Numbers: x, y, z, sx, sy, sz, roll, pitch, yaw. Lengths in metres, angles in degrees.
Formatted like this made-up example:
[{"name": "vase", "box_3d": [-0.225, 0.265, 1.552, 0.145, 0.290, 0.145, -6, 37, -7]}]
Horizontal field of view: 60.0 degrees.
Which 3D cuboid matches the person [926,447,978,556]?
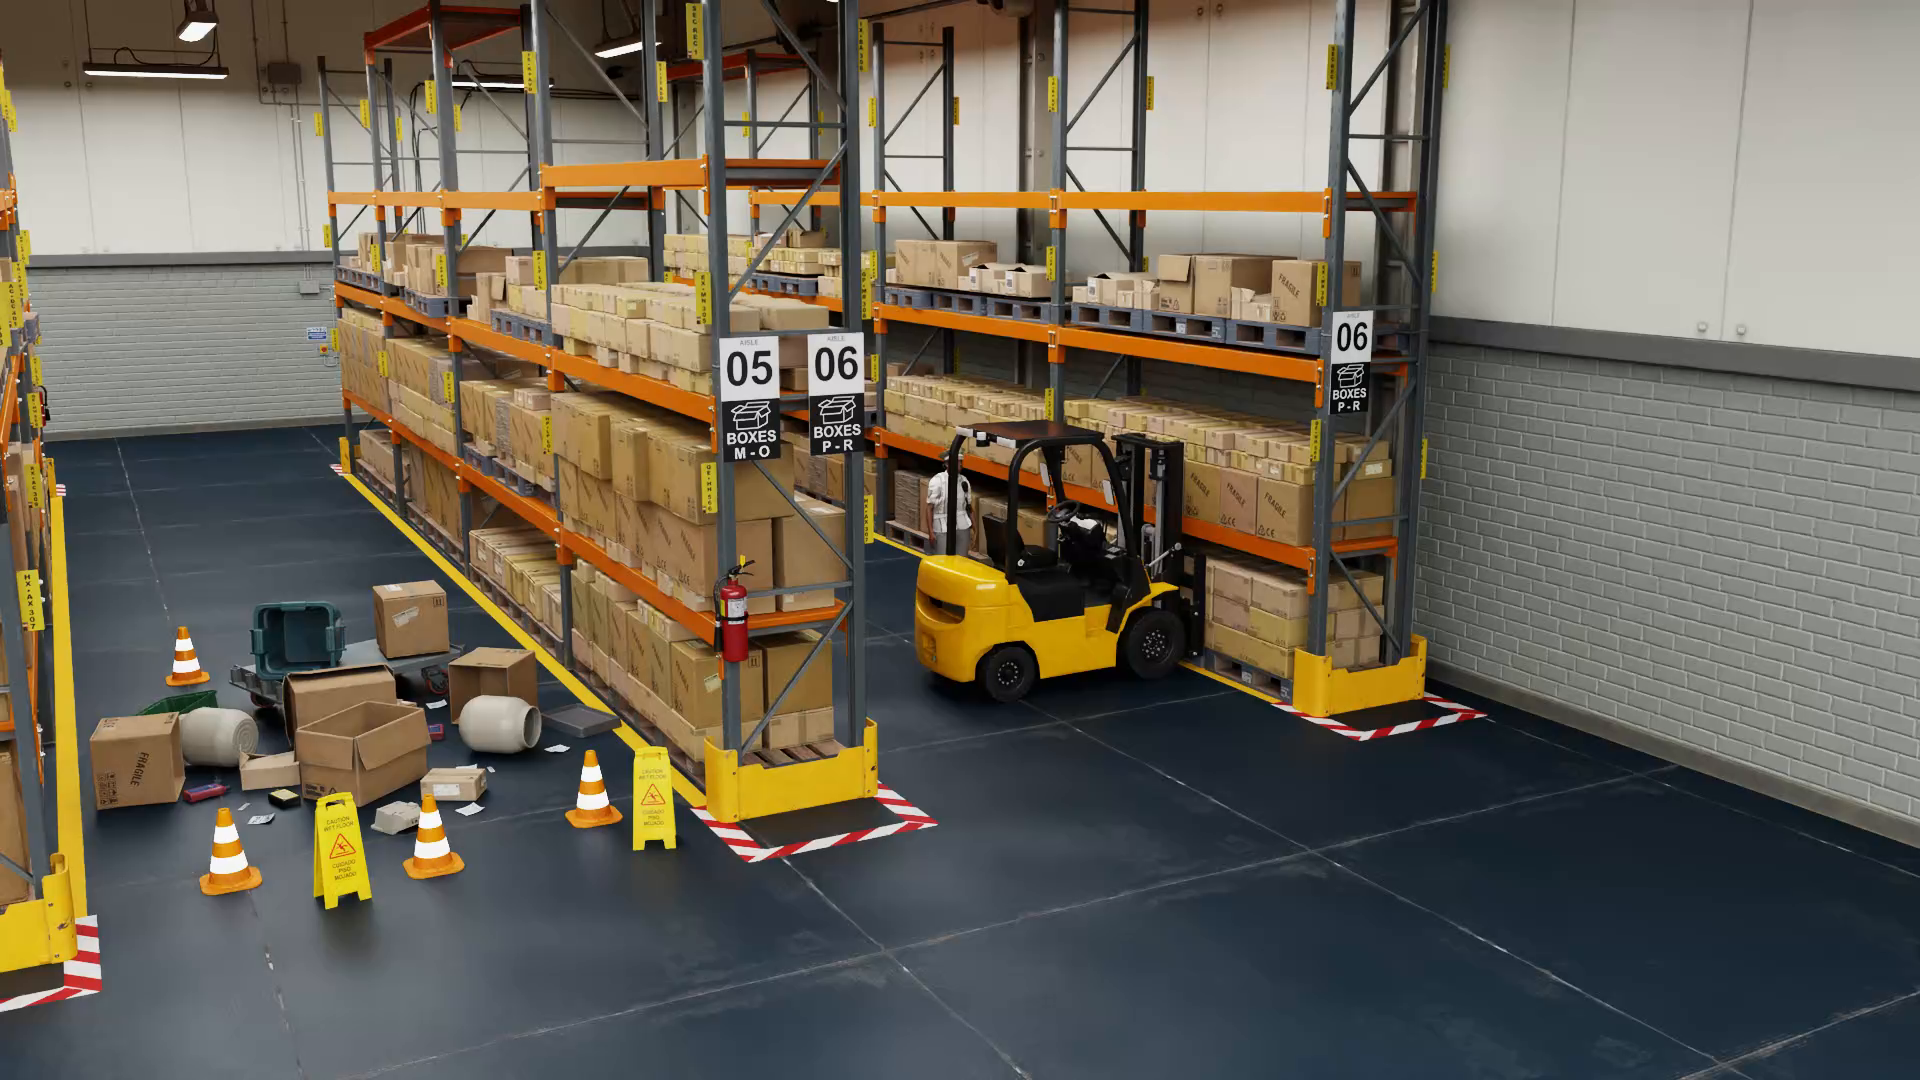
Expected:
[{"name": "person", "box_3d": [-0.062, -0.053, 16.081, 0.569, 1.694, 0.529, -6, 13, -28]}]
